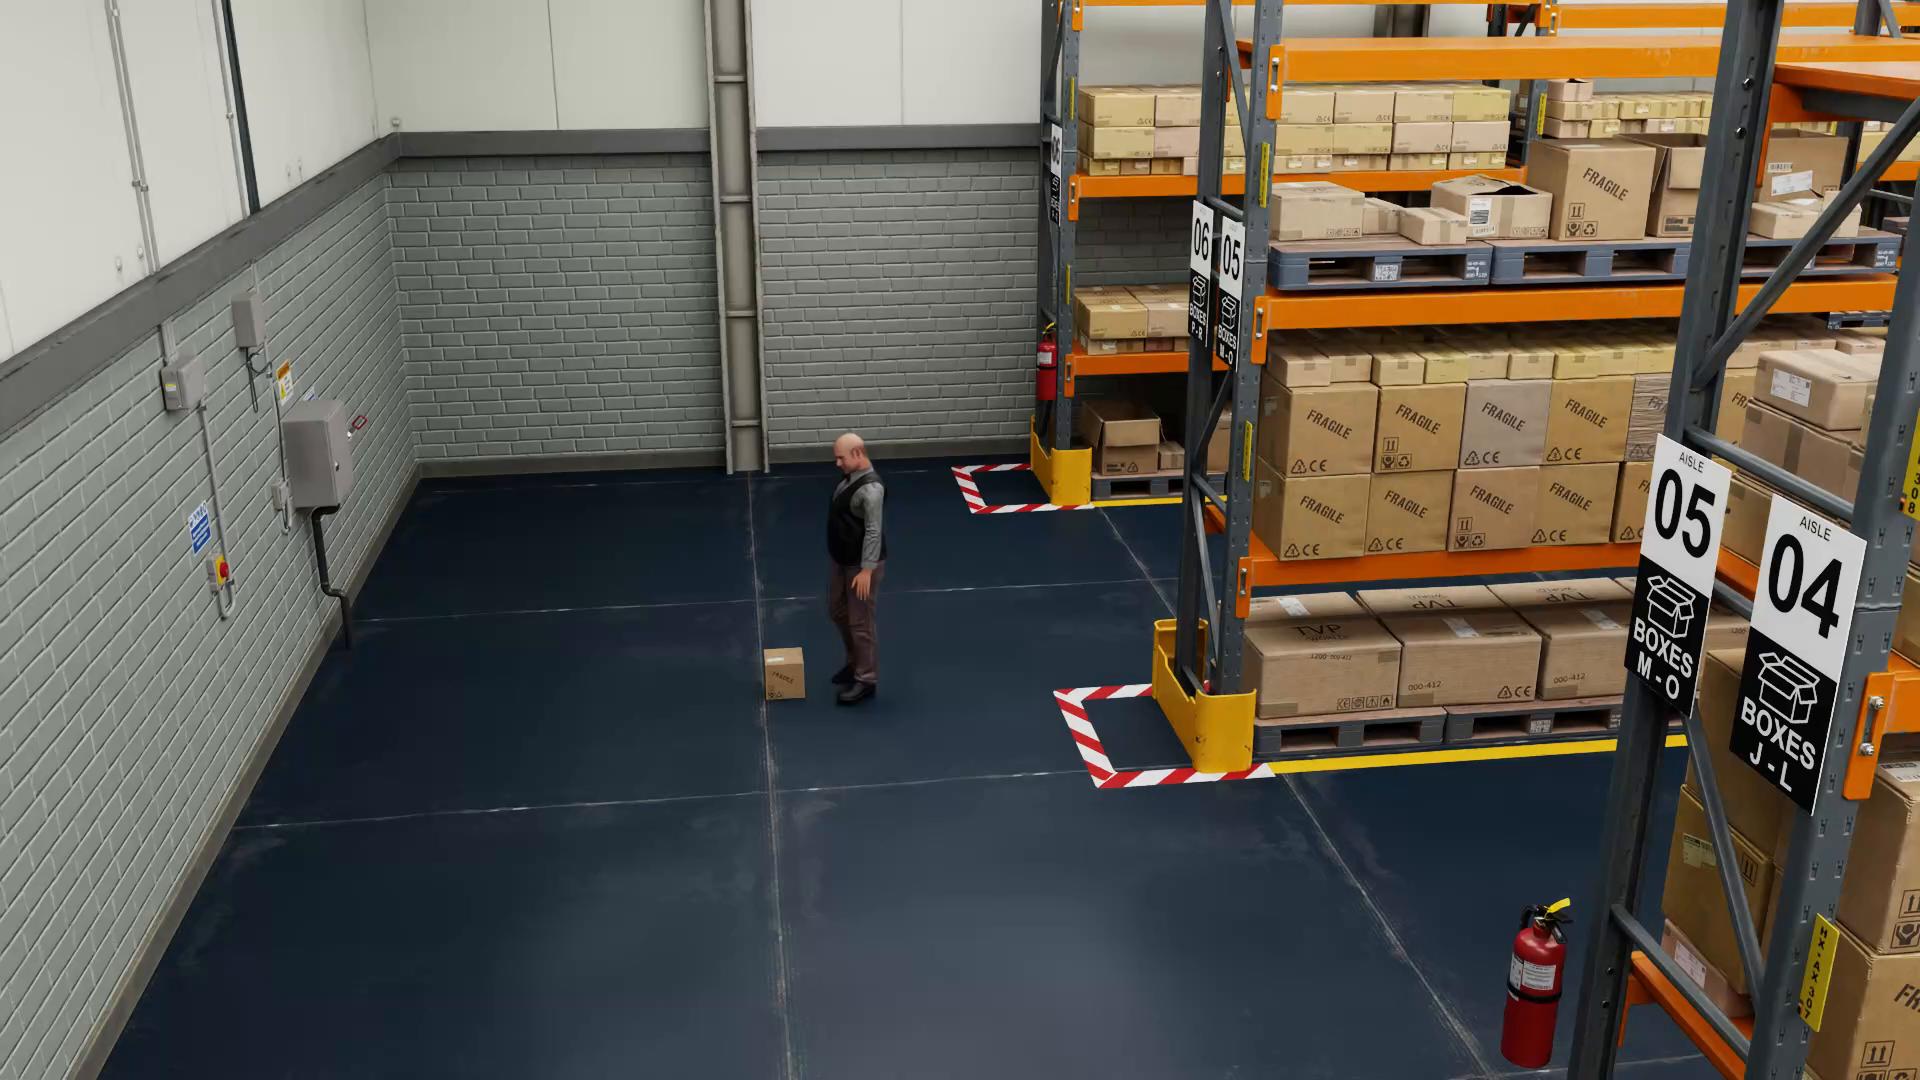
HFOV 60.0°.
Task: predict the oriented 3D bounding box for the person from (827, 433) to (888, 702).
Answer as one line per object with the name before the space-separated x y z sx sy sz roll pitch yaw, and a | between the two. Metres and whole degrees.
person | -0.670 0.173 10.634 0.401 1.761 0.645 -8 21 -21
